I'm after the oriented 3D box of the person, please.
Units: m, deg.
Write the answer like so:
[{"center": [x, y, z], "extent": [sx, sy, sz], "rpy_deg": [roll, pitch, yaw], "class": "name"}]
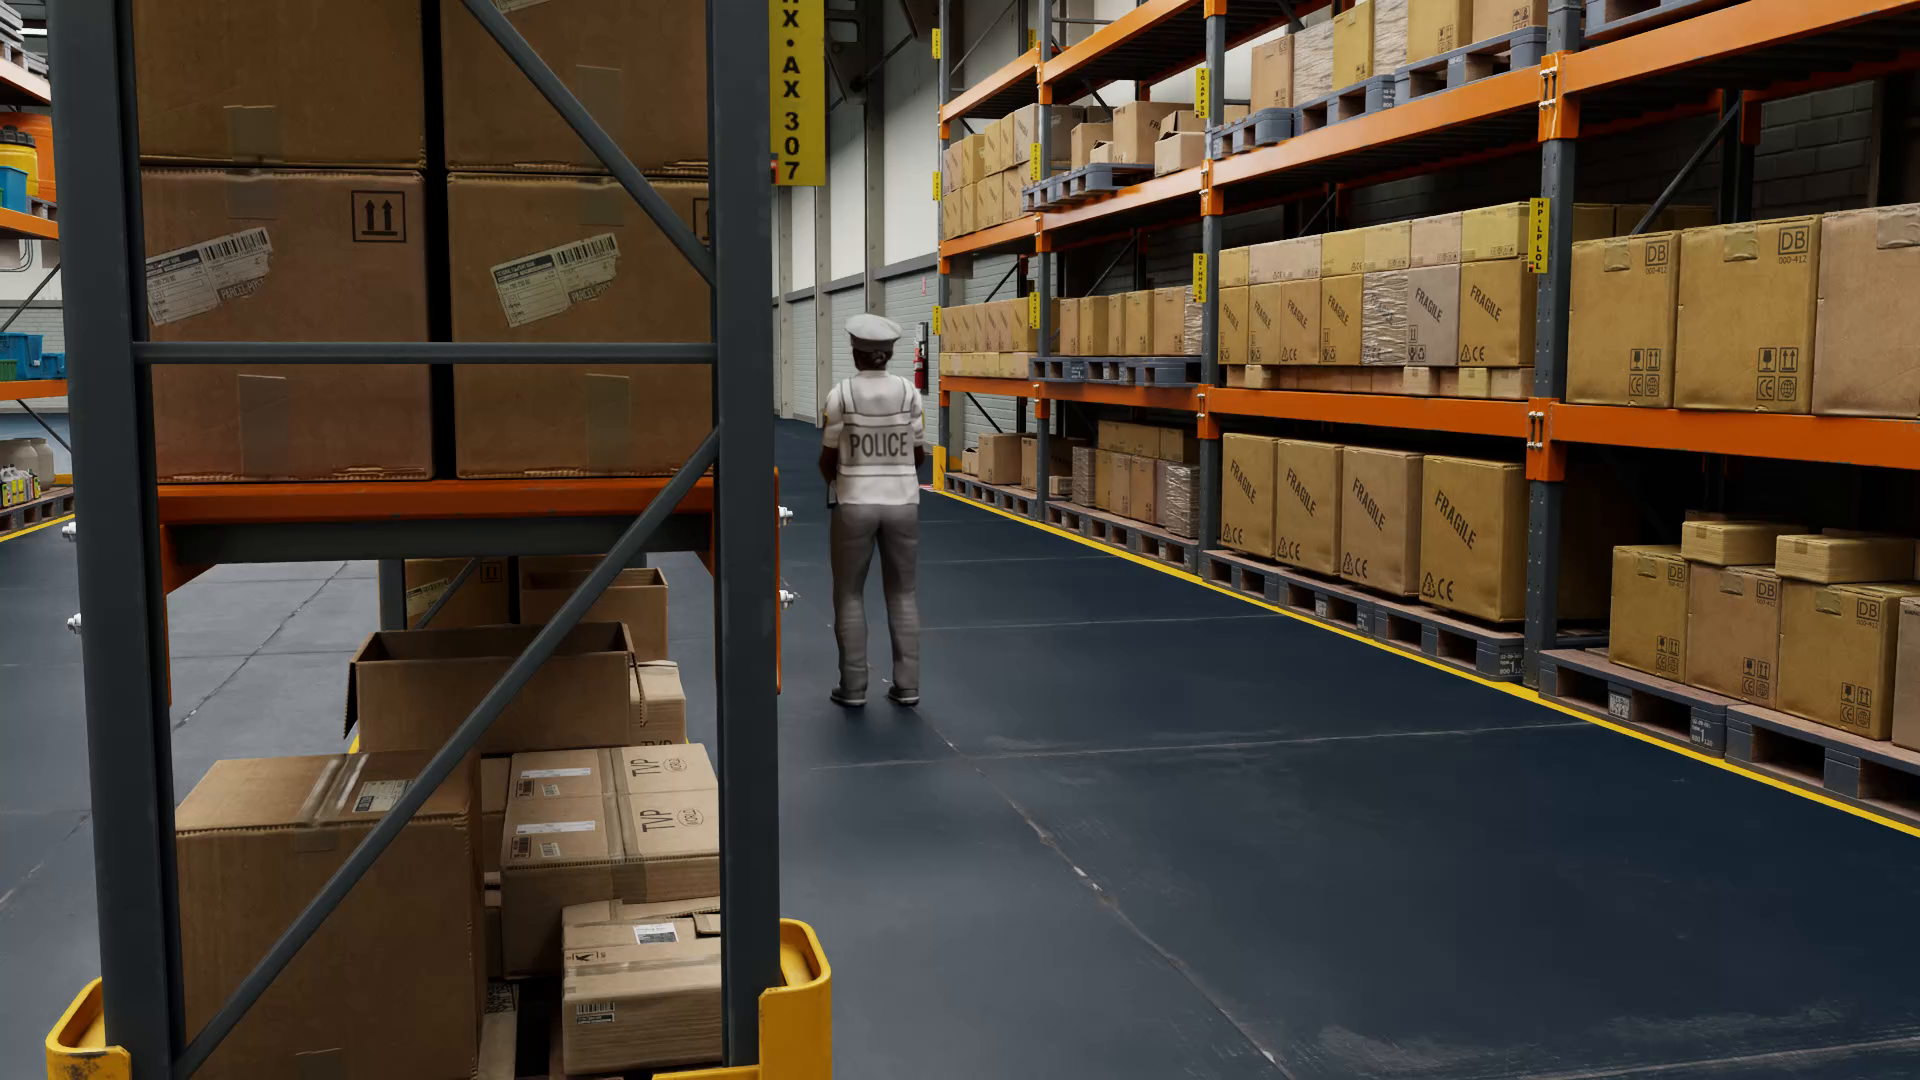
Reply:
[{"center": [-0.393, -0.134, 7.261], "extent": [0.468, 1.692, 0.503], "rpy_deg": [-2, 6, -16], "class": "person"}]
